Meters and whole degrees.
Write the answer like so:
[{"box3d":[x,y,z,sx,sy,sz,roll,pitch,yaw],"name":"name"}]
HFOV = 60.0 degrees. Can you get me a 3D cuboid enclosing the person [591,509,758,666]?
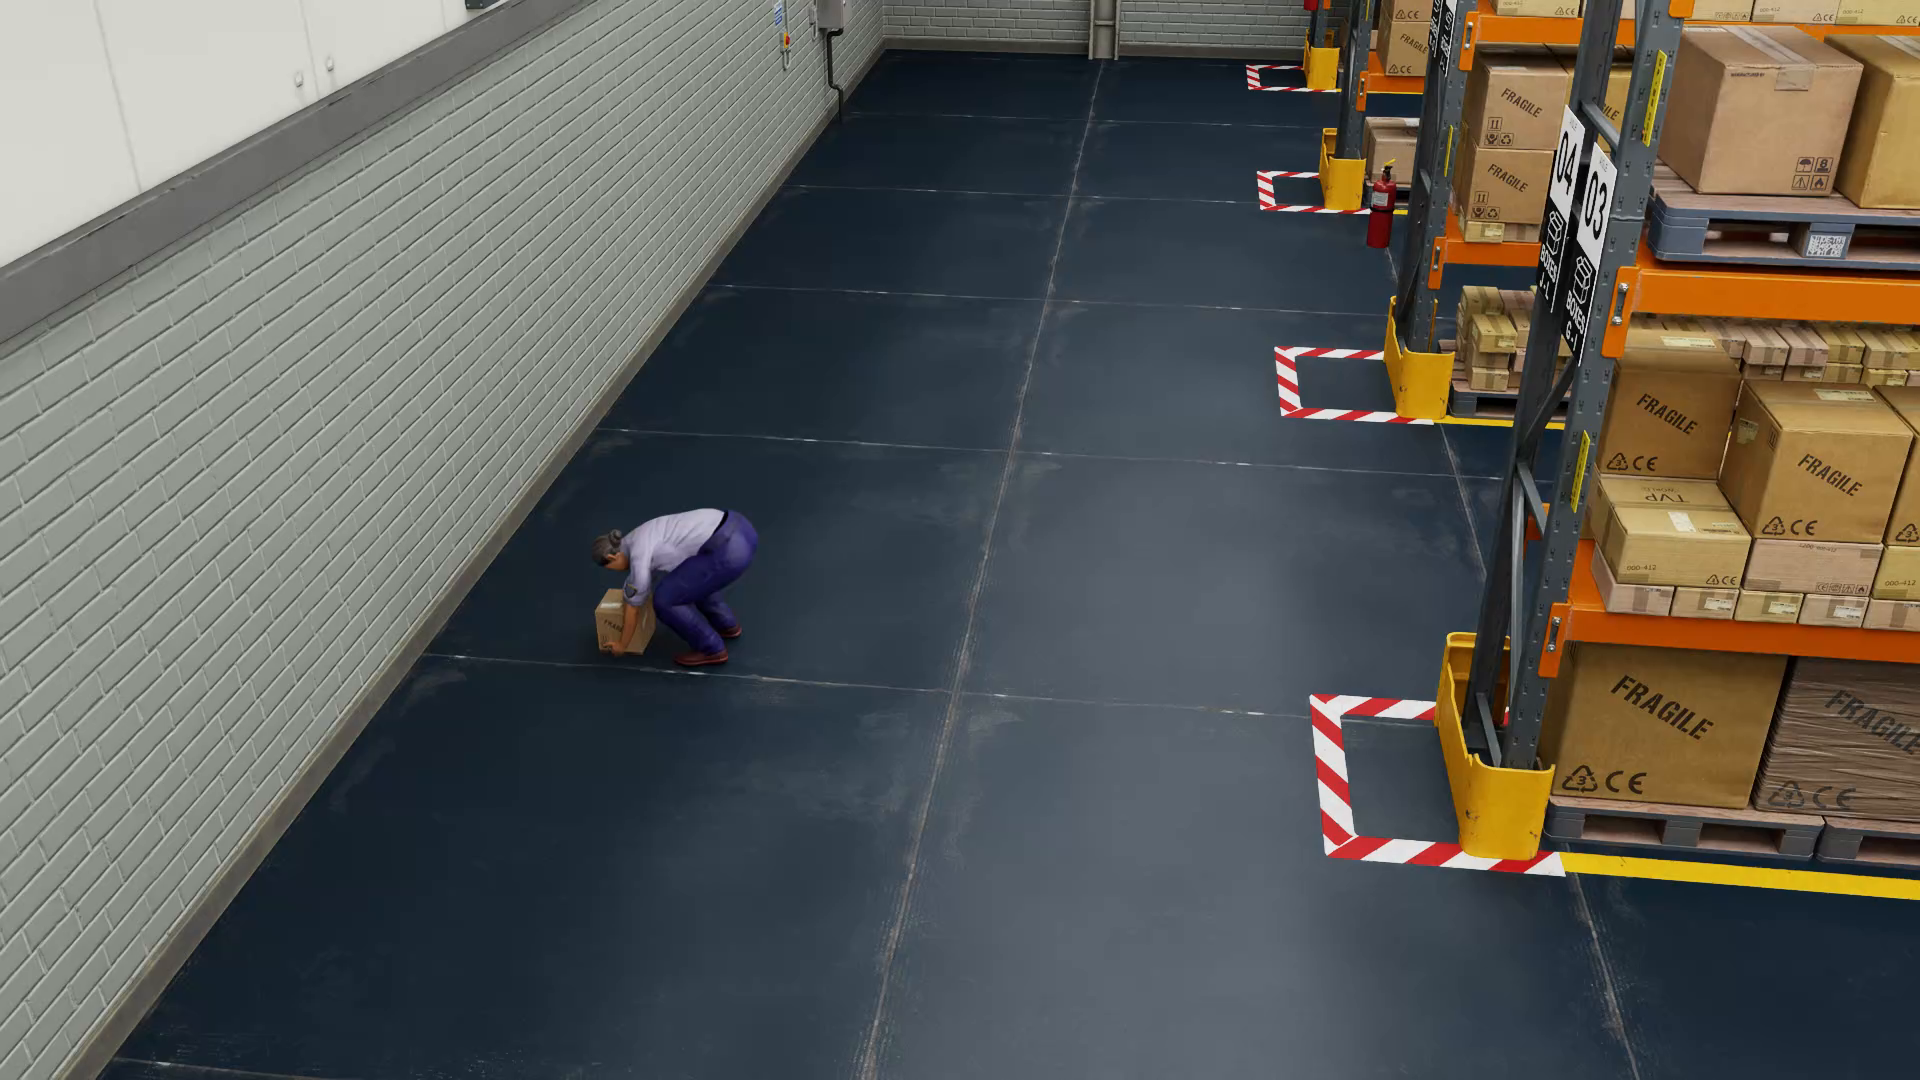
[{"box3d":[-1.549,0.235,9.073,0.900,0.830,0.522,2,29,4],"name":"person"}]
